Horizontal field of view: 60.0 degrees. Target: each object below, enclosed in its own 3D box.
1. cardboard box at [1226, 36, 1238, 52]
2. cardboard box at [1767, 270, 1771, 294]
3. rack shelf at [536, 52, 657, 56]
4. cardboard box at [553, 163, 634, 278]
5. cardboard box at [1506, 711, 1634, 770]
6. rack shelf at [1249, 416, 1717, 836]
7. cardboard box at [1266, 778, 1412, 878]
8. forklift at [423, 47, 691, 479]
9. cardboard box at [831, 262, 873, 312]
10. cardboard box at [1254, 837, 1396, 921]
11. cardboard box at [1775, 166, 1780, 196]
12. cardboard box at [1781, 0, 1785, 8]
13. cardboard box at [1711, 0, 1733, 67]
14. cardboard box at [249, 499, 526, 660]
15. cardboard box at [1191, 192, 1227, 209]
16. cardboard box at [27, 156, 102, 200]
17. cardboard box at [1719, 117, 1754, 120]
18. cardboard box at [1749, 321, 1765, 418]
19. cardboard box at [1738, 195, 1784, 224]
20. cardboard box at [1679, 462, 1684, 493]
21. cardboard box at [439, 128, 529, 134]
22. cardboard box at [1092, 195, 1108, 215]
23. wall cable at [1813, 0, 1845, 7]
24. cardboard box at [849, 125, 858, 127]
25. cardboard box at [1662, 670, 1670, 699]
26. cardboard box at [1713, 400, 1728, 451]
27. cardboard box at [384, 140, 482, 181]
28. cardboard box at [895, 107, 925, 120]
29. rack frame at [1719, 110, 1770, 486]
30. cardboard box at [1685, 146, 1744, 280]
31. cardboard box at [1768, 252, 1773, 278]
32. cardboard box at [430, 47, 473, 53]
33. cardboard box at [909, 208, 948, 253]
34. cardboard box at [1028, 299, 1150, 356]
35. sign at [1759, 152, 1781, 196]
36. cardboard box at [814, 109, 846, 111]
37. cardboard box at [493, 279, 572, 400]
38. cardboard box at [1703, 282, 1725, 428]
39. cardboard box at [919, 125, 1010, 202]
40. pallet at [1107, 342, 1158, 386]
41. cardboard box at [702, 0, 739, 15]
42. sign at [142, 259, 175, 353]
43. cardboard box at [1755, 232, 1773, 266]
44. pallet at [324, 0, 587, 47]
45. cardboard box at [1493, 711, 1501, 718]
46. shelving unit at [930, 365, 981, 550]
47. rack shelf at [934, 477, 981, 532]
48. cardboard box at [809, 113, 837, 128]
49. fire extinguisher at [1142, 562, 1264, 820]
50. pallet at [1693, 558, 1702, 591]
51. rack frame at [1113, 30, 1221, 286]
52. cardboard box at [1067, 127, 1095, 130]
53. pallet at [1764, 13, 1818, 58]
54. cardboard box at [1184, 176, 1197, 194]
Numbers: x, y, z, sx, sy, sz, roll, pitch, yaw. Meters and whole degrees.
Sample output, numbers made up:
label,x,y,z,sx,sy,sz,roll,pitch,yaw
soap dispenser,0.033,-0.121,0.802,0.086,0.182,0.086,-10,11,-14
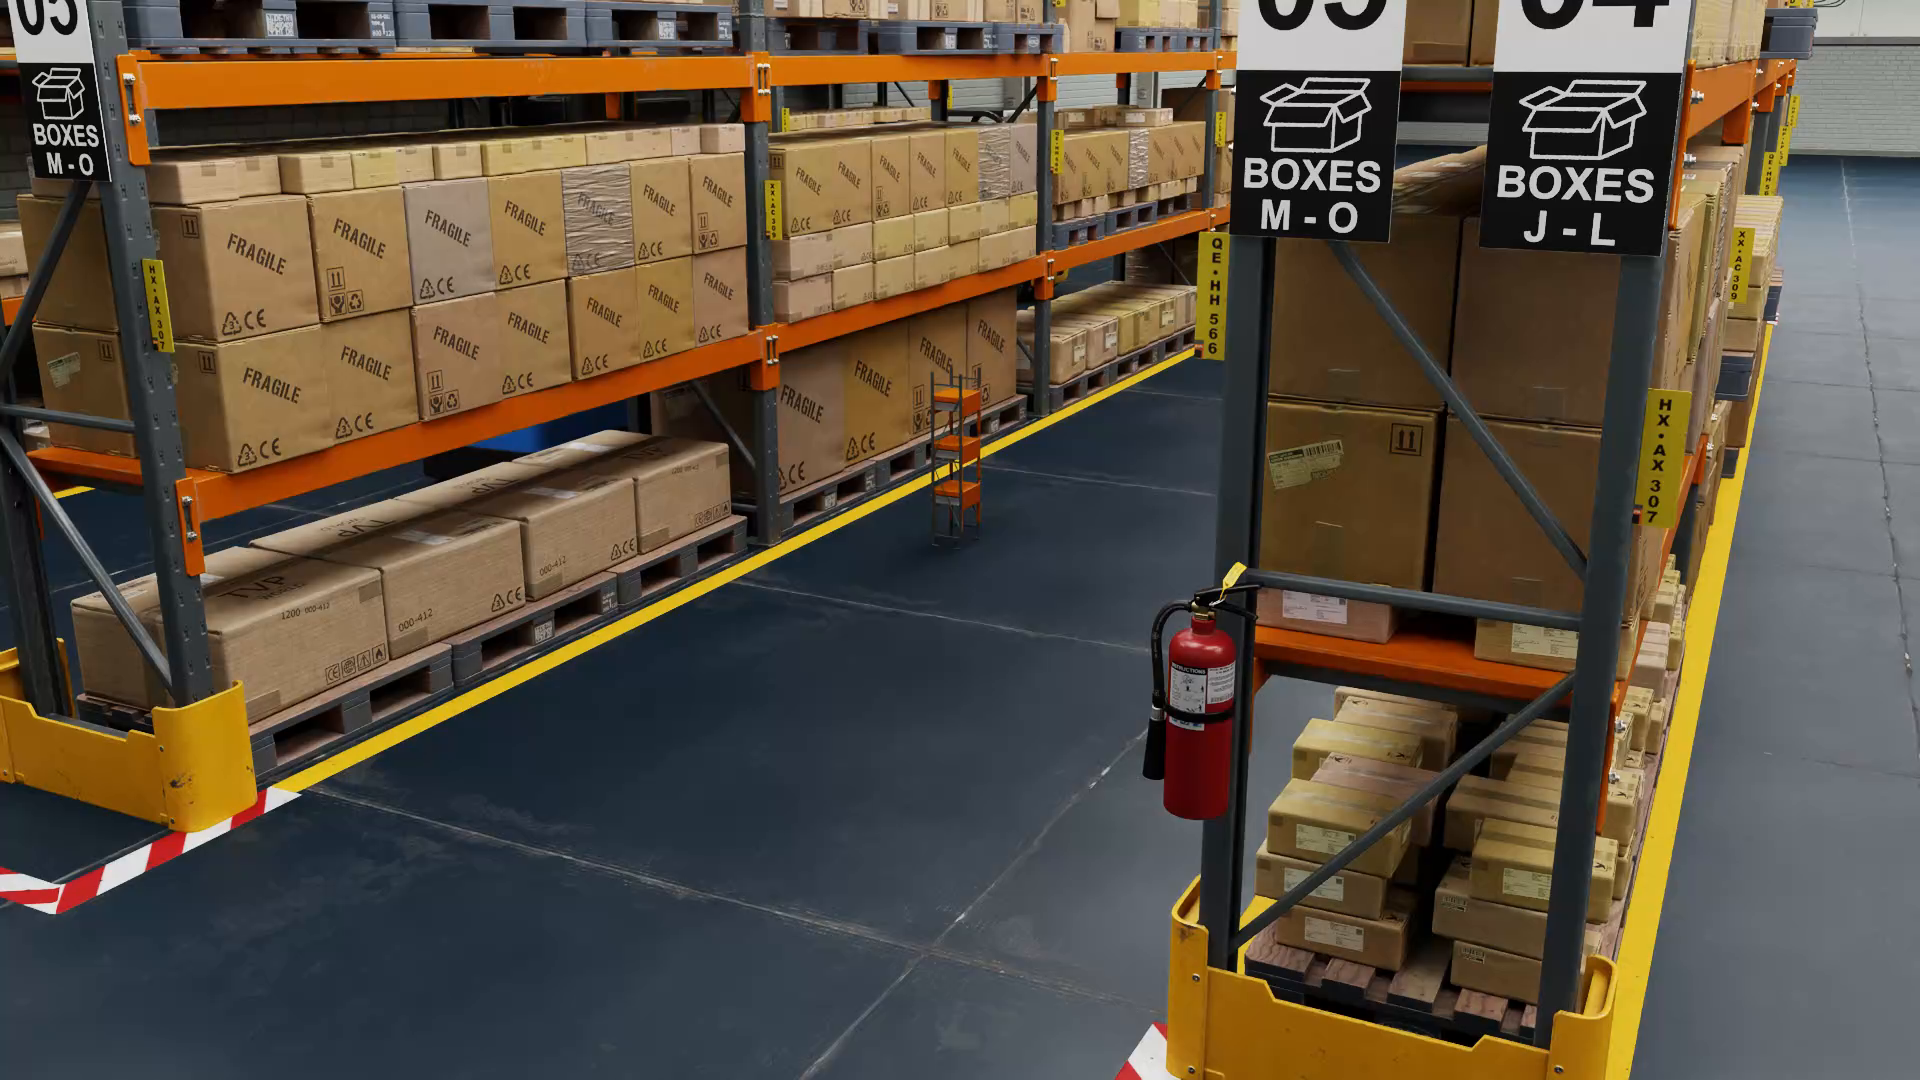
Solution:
label,x,y,z,sx,sy,sz,roll,pitch,yaw
cardboard box,2.560,-4.928,16.521,0.380,0.149,0.250,8,18,25
cardboard box,4.331,-1.451,9.345,0.380,0.149,0.250,9,19,27
rack shelf,-3.304,-4.717,16.633,1.077,0.370,4.000,8,18,25
cardboard box,-1.960,-1.578,8.138,0.500,0.500,0.500,8,18,26
cardboard box,2.093,0.671,5.722,0.380,0.149,0.250,9,19,28
rack shelf,2.037,-0.007,6.043,1.077,0.370,4.000,8,18,25
cardboard box,1.153,0.871,5.049,0.380,0.149,0.250,8,18,26
forklift,-2.587,-2.109,11.977,1.130,2.935,3.031,7,18,22
cardboard box,-0.880,-1.604,10.420,0.500,0.250,0.500,8,18,24
cardboard box,1.124,1.010,5.104,0.380,0.149,0.250,8,18,24
cardboard box,7.232,-3.332,15.711,0.875,0.550,0.550,8,18,25
cardboard box,4.478,-3.059,9.612,0.500,0.500,0.500,8,18,25
cardboard box,1.812,-1.424,4.545,0.500,0.250,0.500,9,19,27
cardboard box,-2.723,0.165,7.961,0.875,0.438,0.875,9,19,27
cardboard box,2.460,-3.422,16.719,0.380,0.149,0.250,8,18,25
cardboard box,-3.349,-1.402,6.404,0.380,0.149,0.250,8,18,26
cardboard box,6.061,-3.168,13.490,0.700,0.500,0.500,8,18,24
cardboard box,5.458,-1.370,12.582,1.050,0.750,0.750,8,19,26
cardboard box,4.909,-2.063,10.361,0.380,0.149,0.250,7,18,23
cardboard box,2.378,-0.231,5.975,0.380,0.149,0.250,9,19,26
cardboard box,-2.403,-1.999,8.415,0.380,0.149,0.250,8,18,24
cardboard box,1.017,-2.823,13.965,0.380,0.149,0.250,8,18,26
wall cable,22.650,-16.608,44.162,2.305,6.003,0.169,8,18,25
cardboard box,-1.435,-4.863,19.813,0.380,0.149,0.250,7,18,24
cardboard box,2.809,0.578,7.078,0.380,0.149,0.250,7,18,24
cardboard box,3.965,-0.644,9.259,0.500,0.250,0.500,9,19,27
cardboard box,-2.331,-1.668,7.302,0.380,0.149,0.250,8,18,26
cardboard box,-0.677,-5.469,21.332,0.380,0.149,0.250,8,18,25
rack frame,4.718,-1.880,11.086,1.000,3.000,0.127,8,18,25
cardboard box,2.963,-1.377,6.938,0.500,0.500,0.500,7,18,23
cardboard box,4.215,-1.525,9.072,0.380,0.149,0.250,8,18,24
cardboard box,-4.434,-4.191,13.862,0.500,0.250,0.500,8,18,26
cardboard box,-0.413,-2.100,11.211,0.500,0.250,0.500,7,18,24
cardboard box,1.172,-1.950,15.199,0.950,0.372,0.625,9,19,27
sign,5.208,-2.331,10.708,0.100,0.325,0.005,8,18,25
cardboard box,-1.641,-5.278,20.690,0.380,0.149,0.250,8,18,24
cardboard box,-2.205,-0.969,7.845,0.500,0.500,0.500,9,19,27
cardboard box,2.734,-0.761,6.619,0.500,0.500,0.500,8,18,24
cardboard box,0.026,-2.715,11.964,0.500,0.500,0.500,8,19,26
pallet,1.141,-1.656,15.229,1.003,0.211,1.213,8,18,25
cardboard box,-1.337,-3.313,10.061,0.500,0.311,0.500,8,18,25
sign,-2.836,-0.827,5.882,0.100,0.325,0.005,8,18,25
cardboard box,3.868,-1.469,8.361,0.380,0.149,0.250,8,18,25
pallet,-2.464,-2.344,7.536,1.003,0.211,1.213,8,18,25
cardboard box,2.139,0.638,6.879,0.380,0.149,0.250,7,18,23
shelving unit,-0.024,-0.490,9.829,0.215,1.050,0.252,8,18,25
rack shelf,-0.024,-0.213,9.911,0.215,0.259,0.240,8,18,25
cardboard box,-1.654,-4.875,19.333,0.380,0.149,0.250,9,19,27
fire extinguisher,0.618,0.379,4.271,0.296,0.674,0.183,8,18,25
pallet,3.821,-0.035,9.771,1.003,0.211,1.213,8,18,25
rack frame,2.032,-3.503,16.550,1.000,3.000,0.127,8,18,25
cardboard box,0.889,-3.428,14.862,0.500,0.500,0.500,7,18,23
pallet,3.763,-2.617,8.630,1.213,0.211,1.003,8,18,25
cardboard box,2.049,-3.418,15.967,0.380,0.149,0.250,8,18,26
